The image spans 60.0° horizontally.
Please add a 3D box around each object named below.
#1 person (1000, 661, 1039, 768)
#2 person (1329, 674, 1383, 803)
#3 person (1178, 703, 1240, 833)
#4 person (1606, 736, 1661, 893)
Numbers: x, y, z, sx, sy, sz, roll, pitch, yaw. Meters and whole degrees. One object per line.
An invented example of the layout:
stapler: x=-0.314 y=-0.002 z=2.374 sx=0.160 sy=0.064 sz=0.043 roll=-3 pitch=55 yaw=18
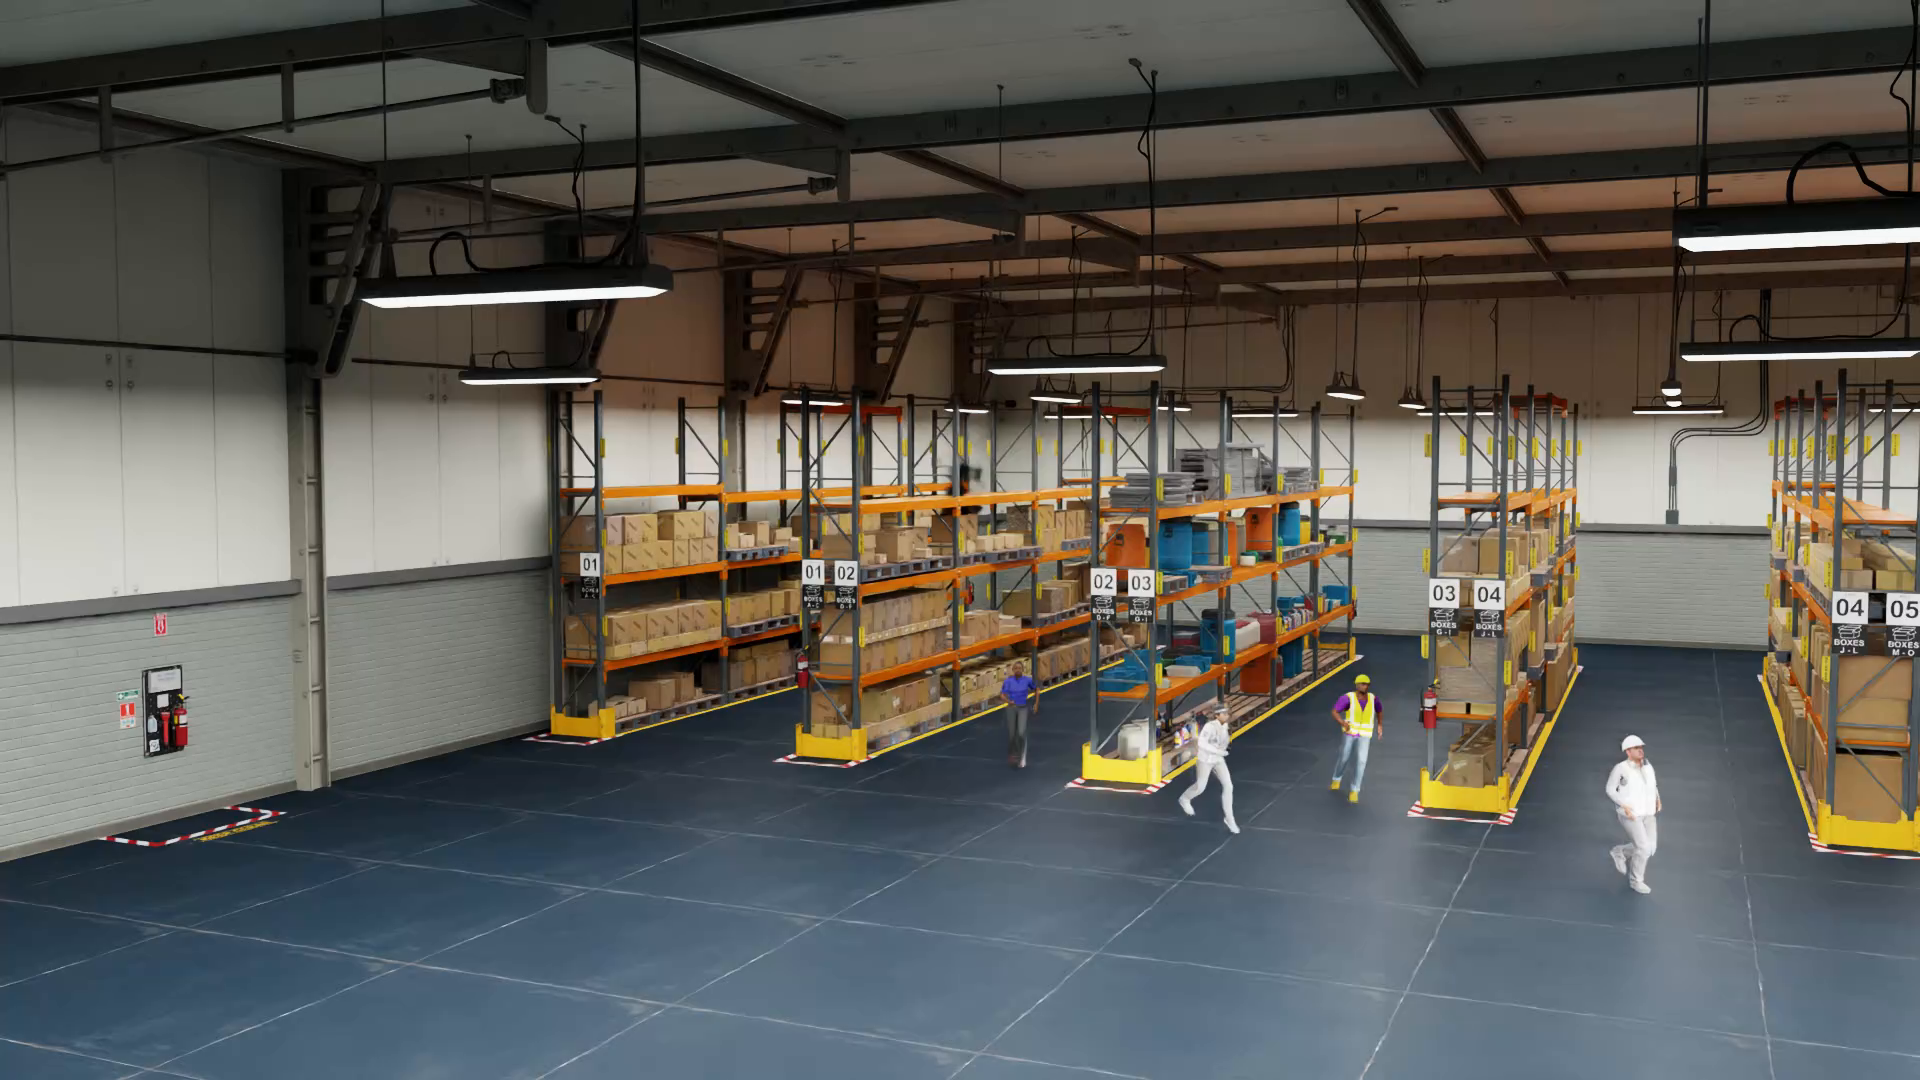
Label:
person: x=0.932 y=2.760 z=26.137 sx=0.606 sy=1.703 sz=0.704 roll=0 pitch=3 yaw=4
person: x=5.702 y=2.816 z=23.825 sx=0.759 sy=1.782 sz=0.836 roll=0 pitch=3 yaw=4
person: x=3.297 y=2.959 z=21.998 sx=0.616 sy=1.685 sz=1.059 roll=-2 pitch=4 yaw=-35
person: x=7.663 y=3.095 z=18.948 sx=0.659 sy=1.750 sz=0.625 roll=-1 pitch=3 yaw=-22
